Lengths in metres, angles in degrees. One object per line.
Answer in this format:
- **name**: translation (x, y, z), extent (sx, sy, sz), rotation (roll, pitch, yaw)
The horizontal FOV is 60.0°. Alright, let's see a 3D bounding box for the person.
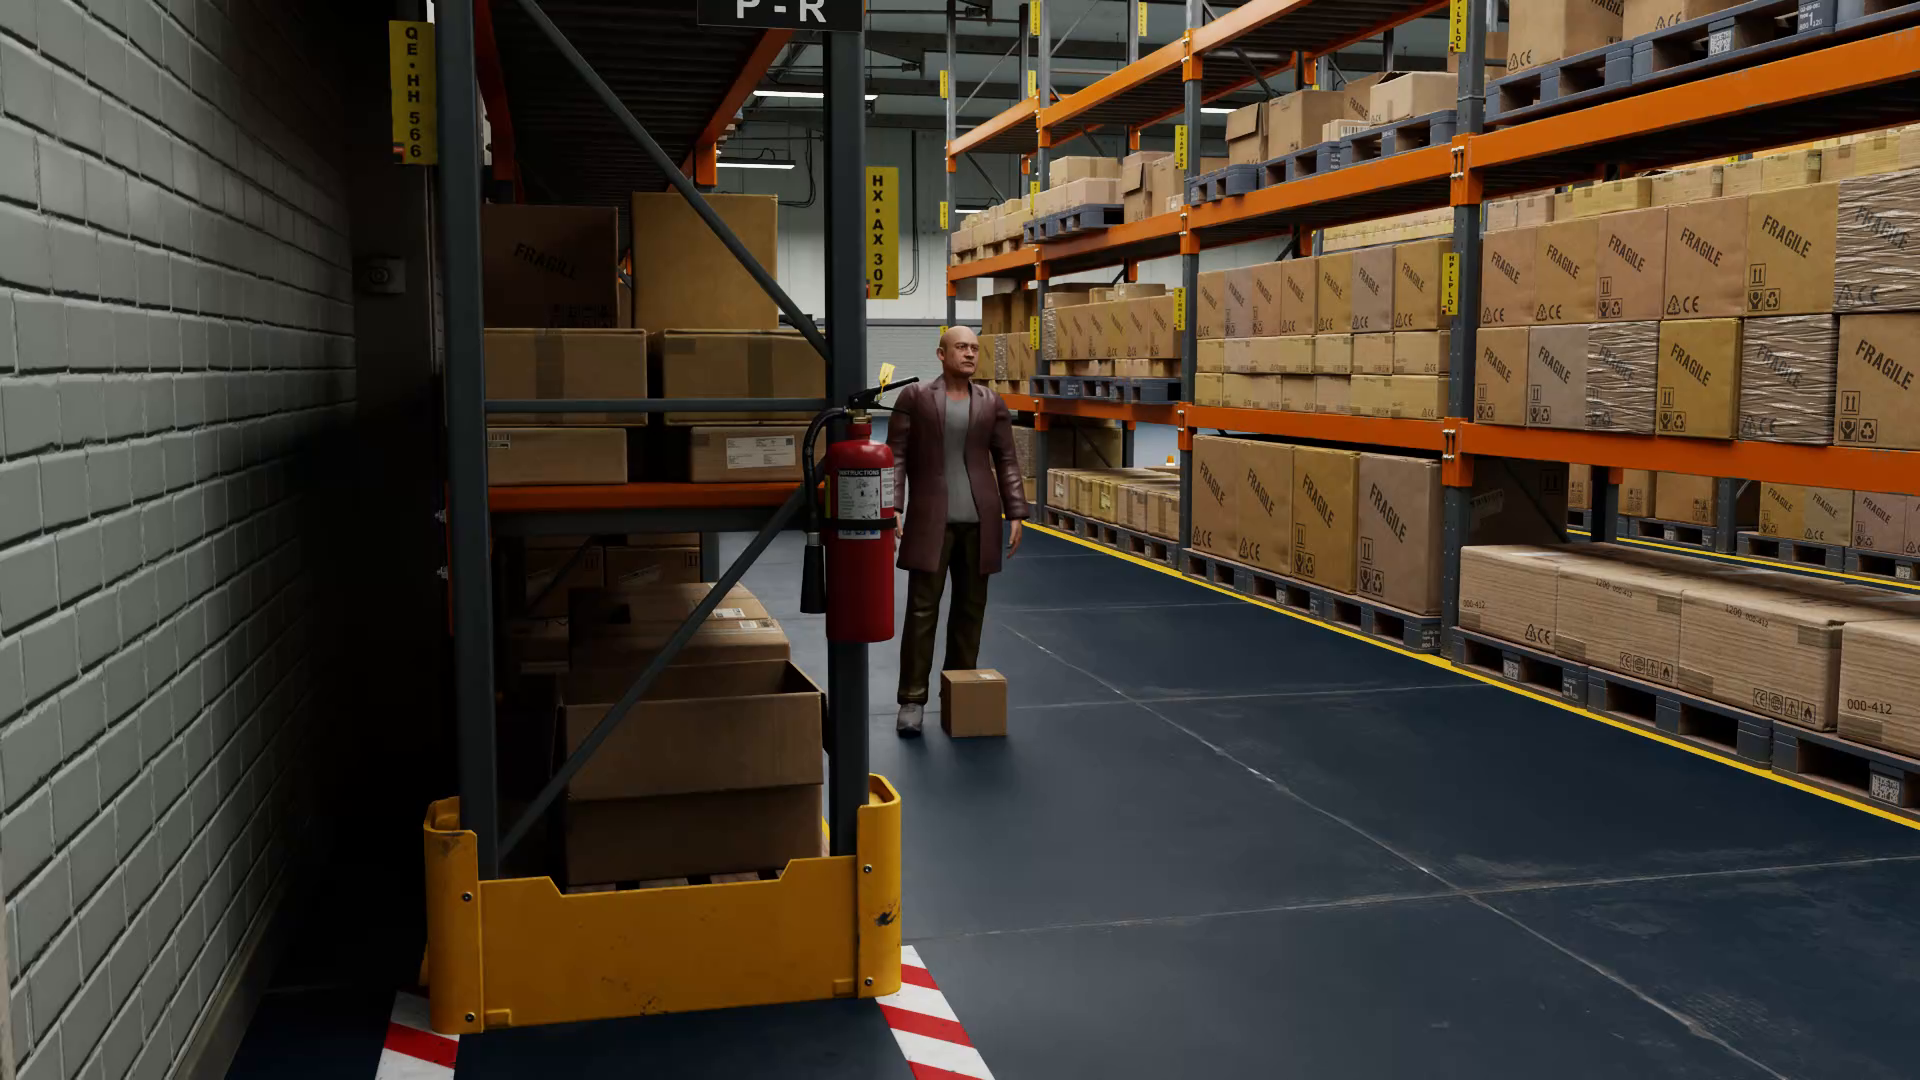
- **person**: translation (-0.008, -0.068, 7.439), extent (0.698, 1.776, 0.581), rotation (-1, 6, -13)
